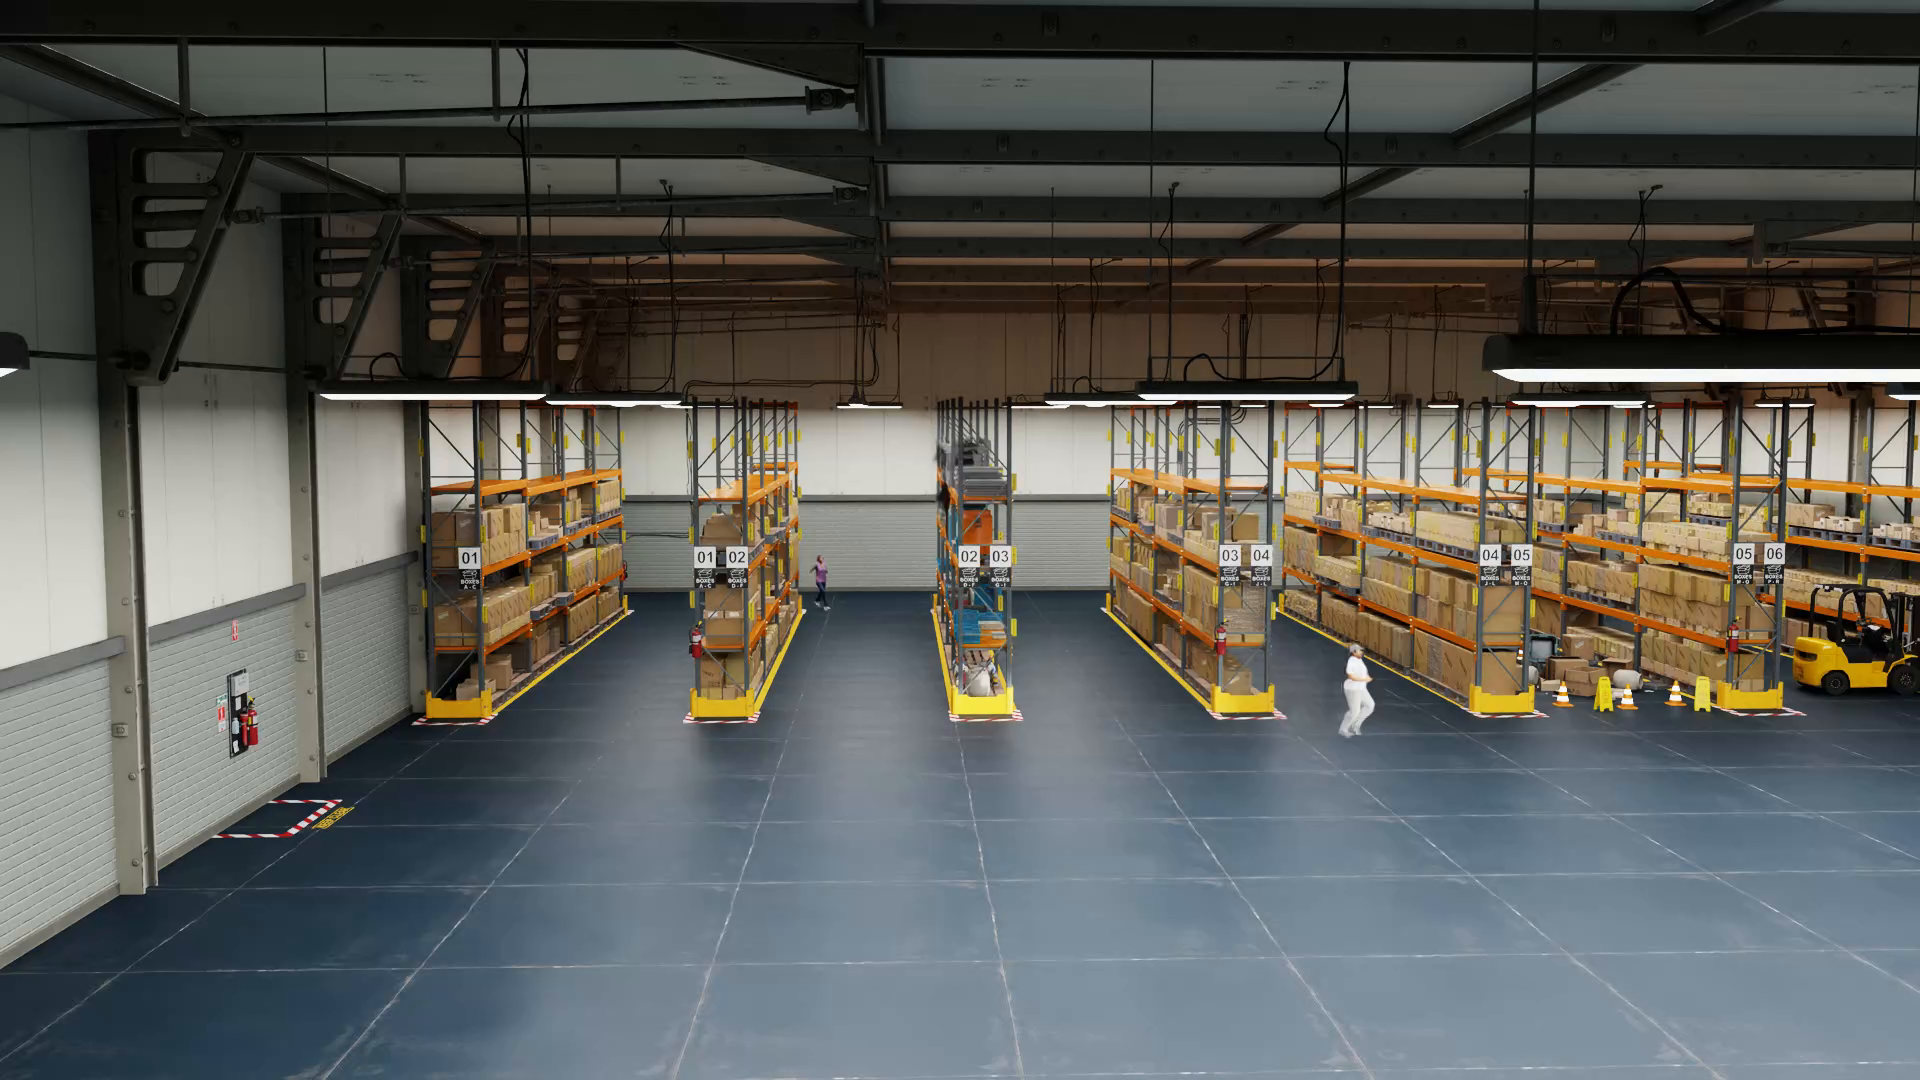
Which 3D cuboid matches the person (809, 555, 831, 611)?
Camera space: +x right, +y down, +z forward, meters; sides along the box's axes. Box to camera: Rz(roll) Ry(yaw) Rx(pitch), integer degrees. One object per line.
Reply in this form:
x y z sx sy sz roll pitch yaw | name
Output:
-4.034 1.271 47.893 0.546 1.519 0.797 -4 6 -43 | person

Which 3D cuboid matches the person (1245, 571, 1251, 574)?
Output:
8.025 1.313 45.910 0.657 1.834 0.750 0 4 -1 | person

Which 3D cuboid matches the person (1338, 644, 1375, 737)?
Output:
6.953 2.644 29.160 0.604 1.662 0.667 3 5 30 | person

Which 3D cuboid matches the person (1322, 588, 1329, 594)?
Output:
10.621 1.103 48.692 0.726 1.701 0.616 -4 6 -43 | person
